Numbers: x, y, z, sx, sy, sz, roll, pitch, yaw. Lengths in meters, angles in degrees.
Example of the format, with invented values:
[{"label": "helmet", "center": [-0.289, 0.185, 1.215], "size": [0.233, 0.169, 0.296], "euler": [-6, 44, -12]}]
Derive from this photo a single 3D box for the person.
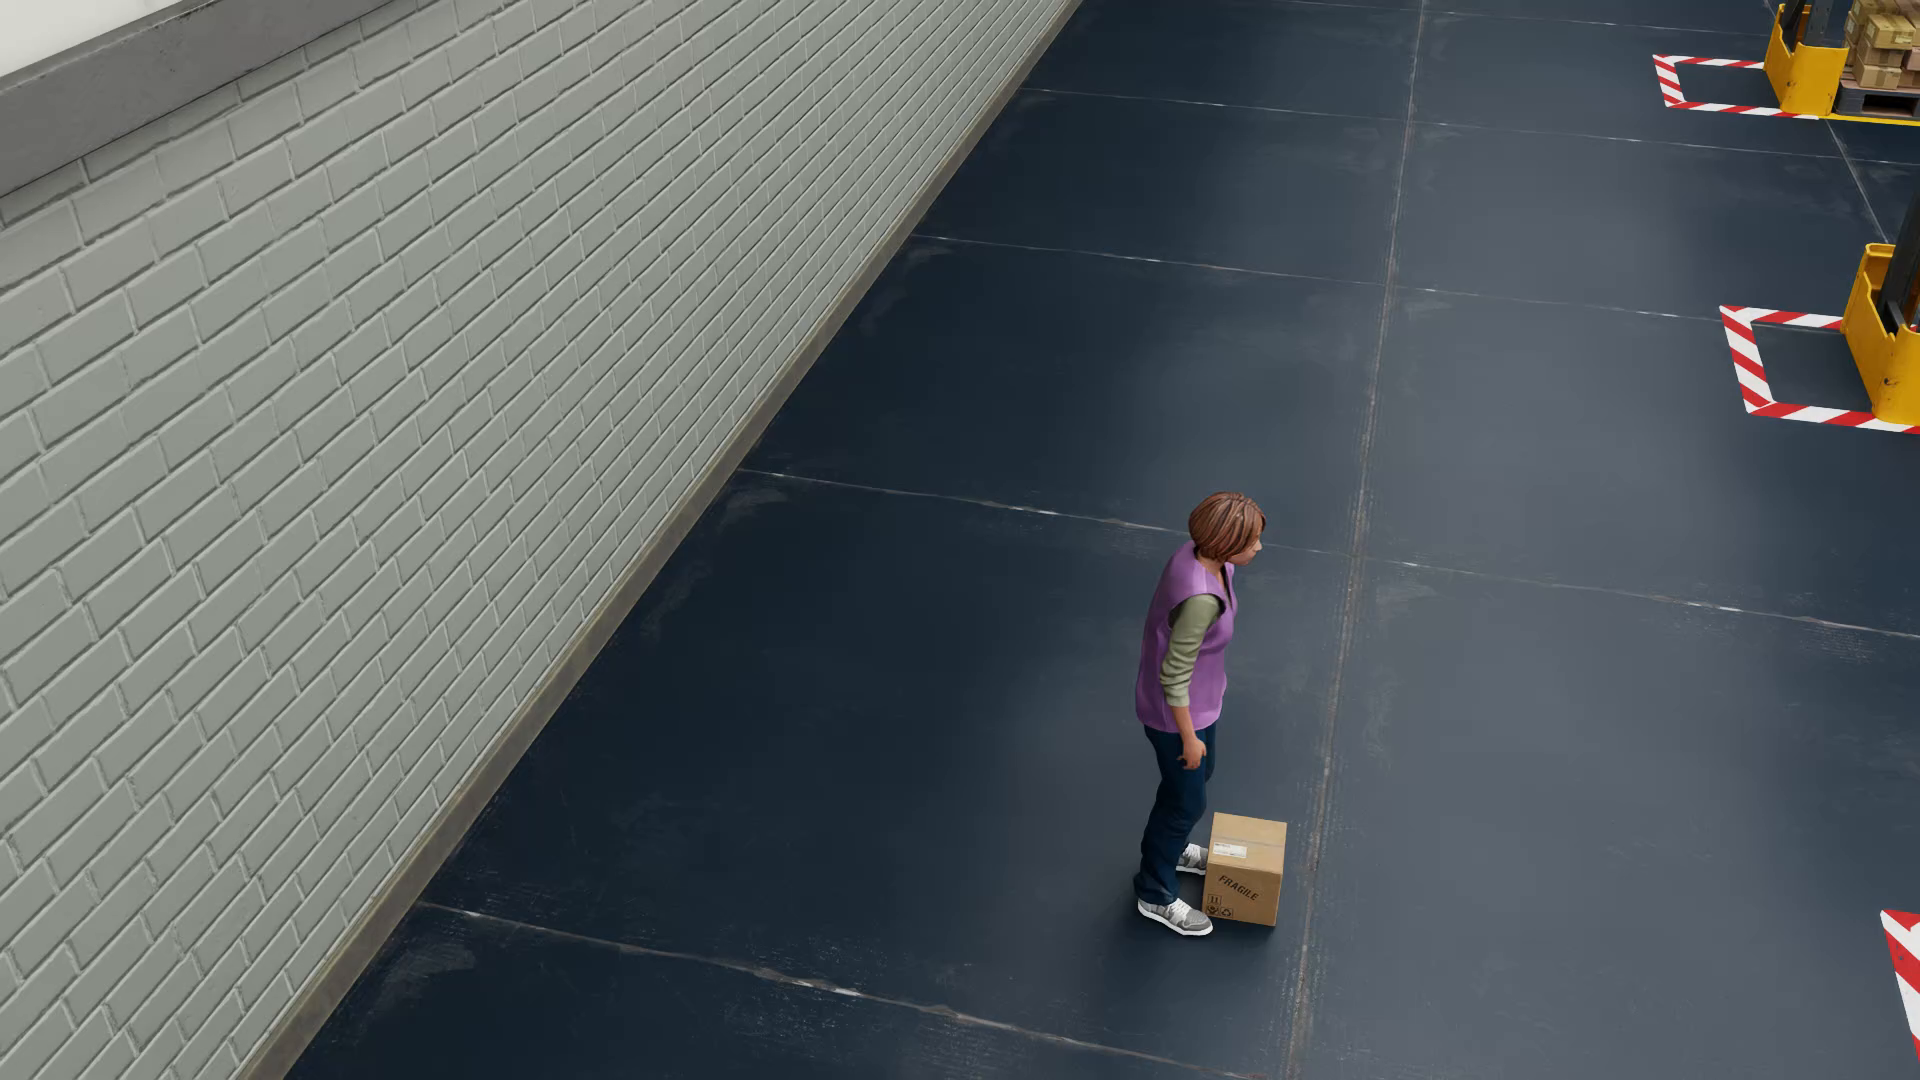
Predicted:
[{"label": "person", "center": [0.893, 2.651, 0.651], "size": [3.307, 3.194, 10.188], "euler": [8, 34, 13]}]
